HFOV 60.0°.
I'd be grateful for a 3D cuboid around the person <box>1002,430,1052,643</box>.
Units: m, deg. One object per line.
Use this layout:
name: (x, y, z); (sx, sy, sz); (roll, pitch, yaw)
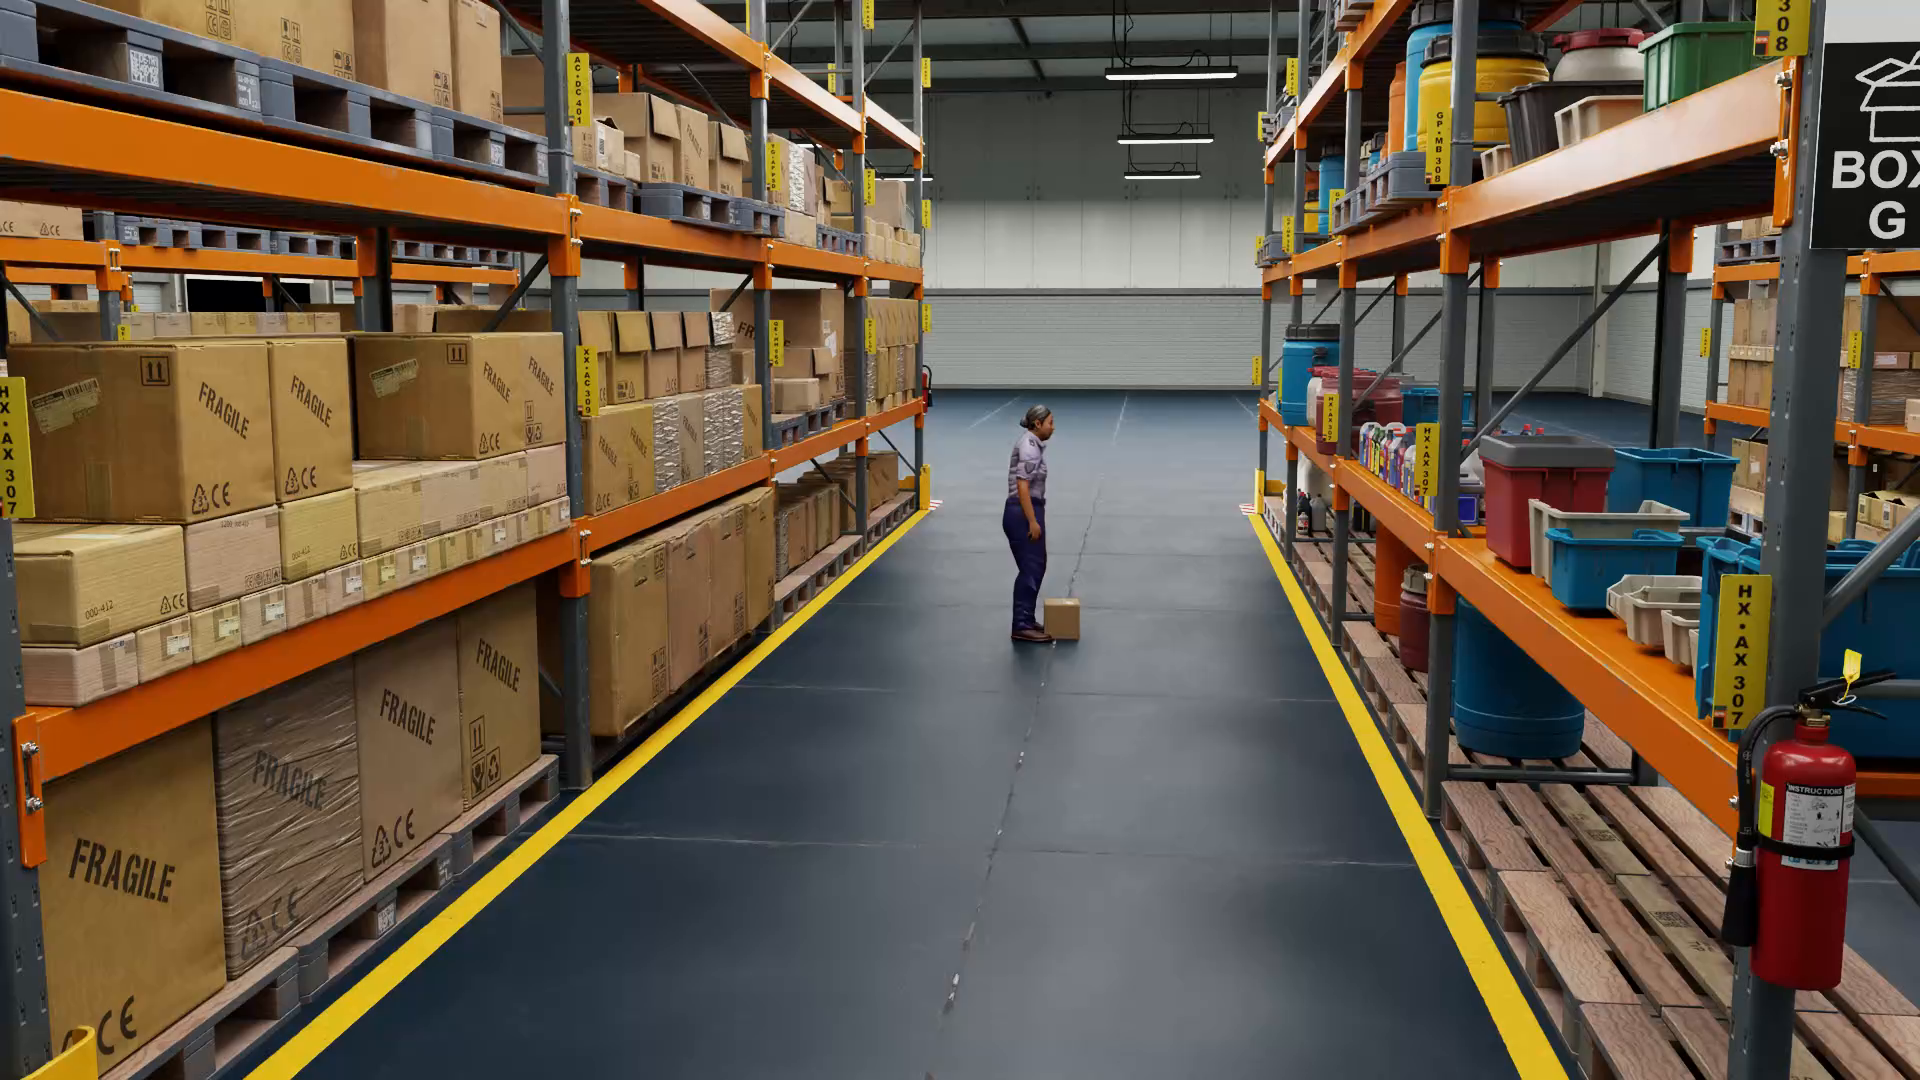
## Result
person: (0.486, -0.046, 11.822); (0.363, 1.477, 0.543); (1, 8, 5)
